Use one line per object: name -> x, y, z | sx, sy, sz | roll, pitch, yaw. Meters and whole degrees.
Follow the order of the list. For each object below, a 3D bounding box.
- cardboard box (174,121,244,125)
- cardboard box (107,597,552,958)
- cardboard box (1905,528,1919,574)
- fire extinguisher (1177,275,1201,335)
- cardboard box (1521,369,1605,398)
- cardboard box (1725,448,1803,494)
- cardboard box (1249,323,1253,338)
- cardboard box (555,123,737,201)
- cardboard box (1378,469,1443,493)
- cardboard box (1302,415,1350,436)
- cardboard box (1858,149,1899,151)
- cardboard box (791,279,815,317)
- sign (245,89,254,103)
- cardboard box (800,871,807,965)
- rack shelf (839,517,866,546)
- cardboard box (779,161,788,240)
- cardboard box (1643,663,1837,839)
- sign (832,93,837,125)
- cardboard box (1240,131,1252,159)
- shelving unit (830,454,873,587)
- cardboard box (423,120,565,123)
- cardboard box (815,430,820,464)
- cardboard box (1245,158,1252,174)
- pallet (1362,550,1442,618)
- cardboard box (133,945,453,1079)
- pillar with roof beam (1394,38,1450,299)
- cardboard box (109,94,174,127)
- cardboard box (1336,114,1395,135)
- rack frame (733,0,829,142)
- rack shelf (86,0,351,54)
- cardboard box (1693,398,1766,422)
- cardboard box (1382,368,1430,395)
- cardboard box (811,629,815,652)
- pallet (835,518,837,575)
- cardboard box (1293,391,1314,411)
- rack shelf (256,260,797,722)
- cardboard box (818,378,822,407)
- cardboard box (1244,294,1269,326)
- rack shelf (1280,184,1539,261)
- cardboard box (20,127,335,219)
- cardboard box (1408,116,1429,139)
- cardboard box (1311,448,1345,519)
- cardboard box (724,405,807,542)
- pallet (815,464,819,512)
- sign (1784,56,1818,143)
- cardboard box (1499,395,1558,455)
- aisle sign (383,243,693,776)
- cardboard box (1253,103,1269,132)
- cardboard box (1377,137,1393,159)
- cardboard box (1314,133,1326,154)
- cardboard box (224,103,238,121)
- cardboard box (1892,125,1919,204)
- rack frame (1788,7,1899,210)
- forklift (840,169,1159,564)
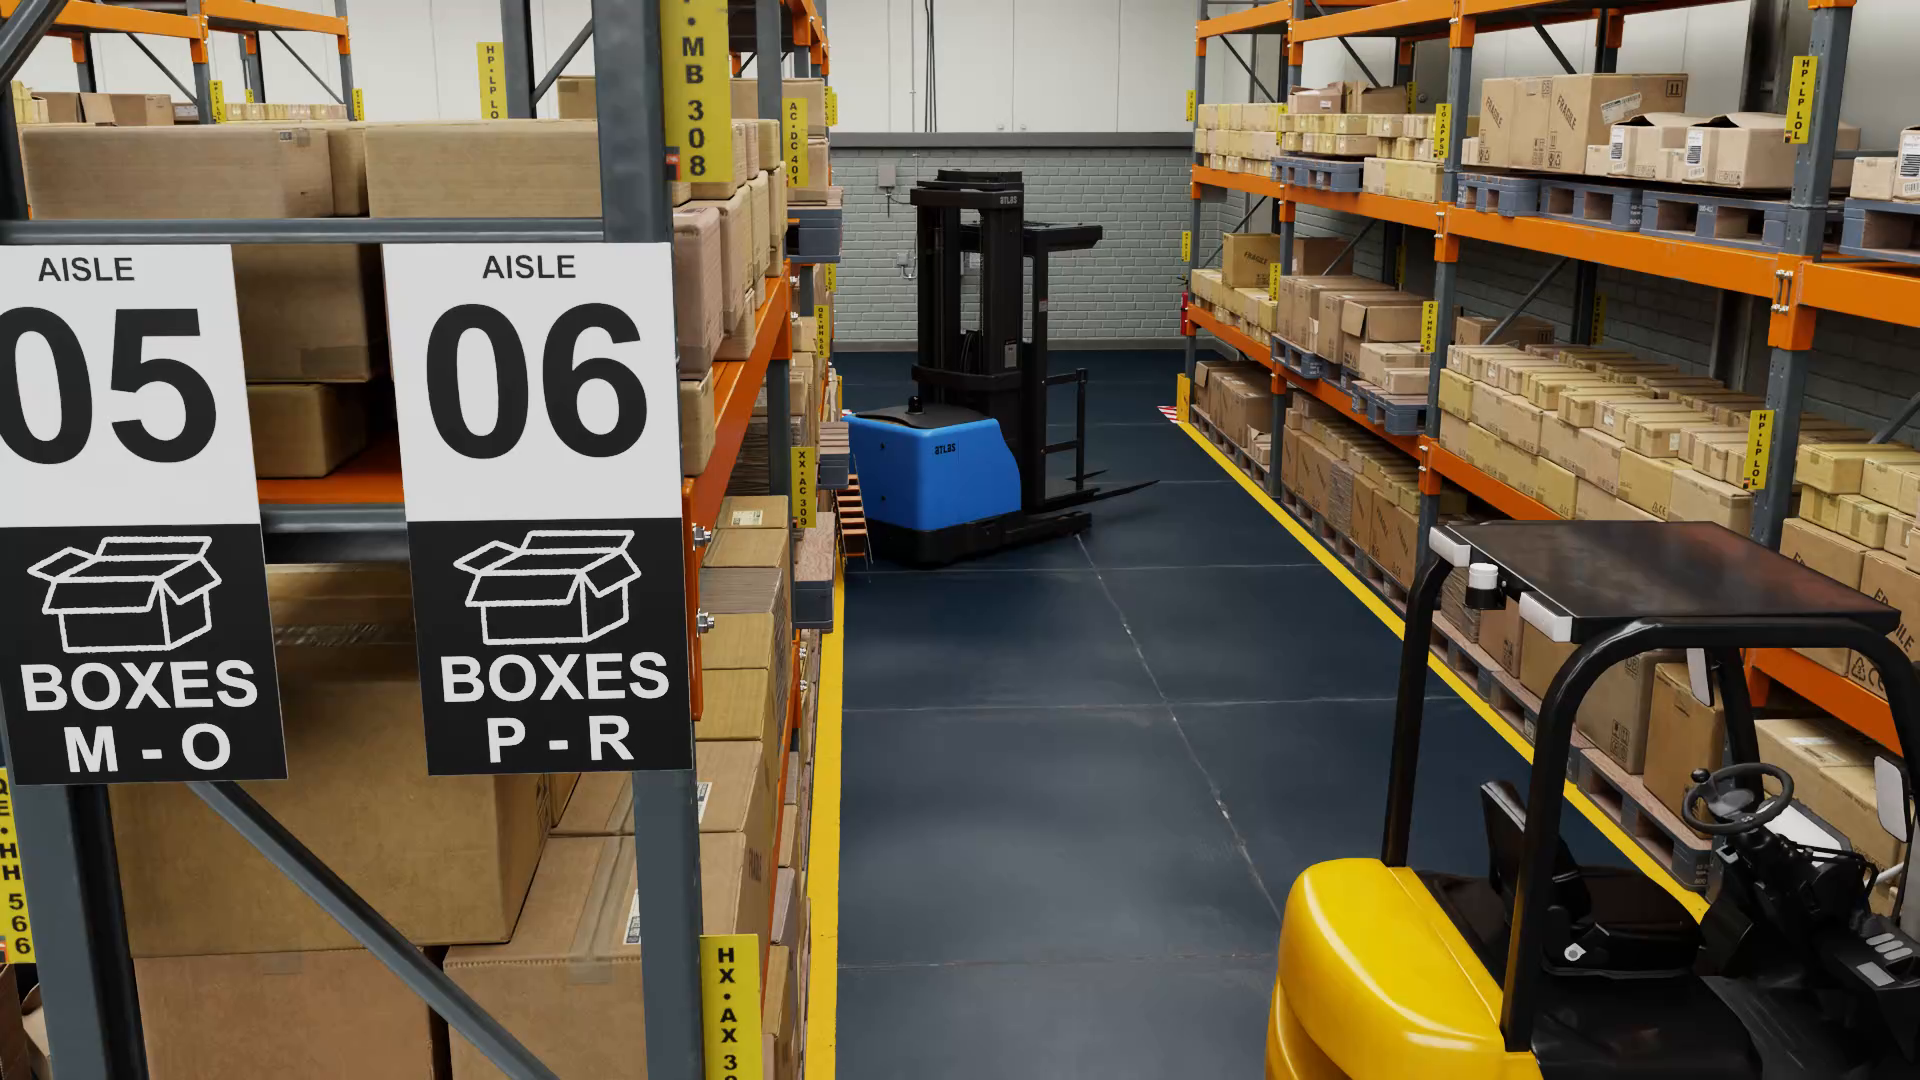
cardboard box -> -6.383, -3.411, 14.041 | 0.500, 0.250, 0.500 | 0, 14, -2
cardboard box -> -1.164, 0.417, 3.081 | 0.700, 0.500, 0.500 | -1, 14, -5
cardboard box -> 3.552, 0.057, 5.782 | 0.380, 0.149, 0.250 | -1, 14, -2
fire extinguisher -> 2.578, -2.651, 18.712 | 0.296, 0.674, 0.183 | -1, 14, -3
cardboard box -> 3.403, -0.872, 9.392 | 0.380, 0.149, 0.250 | -1, 14, -3
cardboard box -> 3.549, -0.299, 7.166 | 0.380, 0.149, 0.250 | 0, 14, -2
cardboard box -> 2.957, -1.993, 15.755 | 0.380, 0.149, 0.250 | -1, 14, -2
cardboard box -> -0.660, -0.780, 3.424 | 0.380, 0.149, 0.250 | -1, 14, -4
cardboard box -> 3.240, -0.409, 11.969 | 0.380, 0.149, 0.250 | -1, 14, -5
cardboard box -> 3.147, -0.990, 14.228 | 0.380, 0.149, 0.250 | -1, 14, -5
cardboard box -> 3.935, -1.652, 7.368 | 0.380, 0.149, 0.250 | -1, 14, -3
cardboard box -> -1.197, -1.431, 10.862 | 0.500, 0.500, 0.500 | -1, 14, -5
sign -> -7.382, -4.528, 17.330 | 0.100, 0.325, 0.005 | -1, 14, -3
cardboard box -> -0.857, 1.494, 6.376 | 0.500, 0.250, 0.500 | 0, 14, -1
rack shelf -> -0.802, -0.044, 12.330 | 0.180, 0.258, 0.103 | -2, 44, -11
cardboard box -> -0.866, -1.195, 5.837 | 0.500, 0.250, 0.500 | -1, 14, -4
cardboard box -> 3.748, 0.962, 7.690 | 0.875, 0.625, 0.625 | 0, 14, -1
sign -> -1.363, -4.610, 17.785 | 0.100, 0.325, 0.005 | -1, 14, -3
cardboard box -> 2.953, -3.741, 15.732 | 0.500, 0.250, 0.500 | -1, 14, -2
shelving unit -> -0.827, -0.159, 12.446 | 0.189, 0.258, 1.200 | -2, 44, -11
cardboard box -> -1.361, -1.154, 4.878 | 0.380, 0.149, 0.250 | -1, 14, -5
cardboard box -> -0.967, -0.517, 9.179 | 0.380, 0.149, 0.250 | -1, 14, -2
cardboard box -> 2.939, -3.579, 15.901 | 0.380, 0.149, 0.250 | -1, 14, -3
pallet -> 3.535, 0.315, 11.880 | 1.003, 0.211, 1.213 | -1, 14, -3
cardboard box -> -1.223, 0.894, 3.233 | 0.500, 0.500, 0.500 | -1, 14, -4
pillar with roof beam -> -0.144, -4.870, 14.397 | 9.100, 9.000, 0.400 | -1, 14, -3
cardboard box -> -6.679, -3.274, 13.168 | 0.700, 0.500, 0.500 | -1, 14, -3
cardboard box -> 3.031, -3.108, 12.431 | 0.380, 0.149, 0.250 | -1, 14, -3
rack frame -> -1.906, -5.667, 17.493 | 1.000, 3.000, 0.127 | -1, 14, -3
rack shelf -> -6.716, -4.718, 15.255 | 1.077, 0.370, 4.000 | -1, 14, -3
cardboard box -> 3.958, -0.626, 8.437 | 0.380, 0.149, 0.250 | -1, 14, -4
cardboard box -> 3.120, -1.089, 11.400 | 0.380, 0.149, 0.250 | -1, 14, -2
cardboard box -> -1.385, 0.438, 10.236 | 0.950, 0.372, 0.625 | -2, 15, -7
pallet -> -1.456, 0.078, 12.798 | 1.003, 0.211, 1.213 | -1, 14, -3
cardboard box -> 3.113, -1.203, 14.458 | 0.380, 0.149, 0.250 | -1, 14, -4
rack shelf -> -1.038, -0.384, 4.424 | 1.077, 0.370, 4.000 | -1, 14, -3
cardboard box -> -1.266, -1.083, 12.017 | 0.500, 0.250, 0.500 | 0, 14, -2
cardboard box -> 2.975, -2.163, 15.618 | 0.500, 0.250, 0.500 | -1, 14, -3
rack shelf -> 3.420, -2.451, 12.458 | 1.077, 0.370, 4.000 | -1, 14, -3
cardboard box -> -1.230, -0.579, 2.642 | 0.380, 0.149, 0.250 | -1, 14, -3
cardboard box -> 3.249, -2.780, 11.196 | 0.380, 0.149, 0.250 | -1, 14, -5
cardboard box -> 3.171, -0.457, 13.457 | 0.500, 0.500, 0.500 | -1, 14, -5
cardboard box -> -0.905, -0.294, 7.010 | 0.500, 0.500, 0.500 | -1, 14, -2
pallet -> -1.247, -0.188, 8.621 | 1.003, 0.211, 1.213 | -1, 14, -3
sign -> 3.251, -1.700, 6.423 | 0.100, 0.325, 0.005 | -1, 14, -3
cardboard box -> 3.372, -0.650, 9.331 | 0.500, 0.250, 0.500 | -1, 14, -5
aisle sign -> -0.601, -0.031, 2.410 | 0.394, 0.787, 0.004 | -1, 14, -3
cardboard box -> 2.984, -3.859, 15.184 | 0.500, 0.250, 0.500 | -1, 14, -4
cardboard box -> 3.228, -2.828, 11.978 | 0.380, 0.149, 0.250 | 0, 14, -2
cardboard box -> 2.983, -3.093, 12.968 | 0.380, 0.149, 0.250 | -1, 14, -4
cardboard box -> -6.352, -3.625, 14.073 | 0.380, 0.149, 0.250 | -2, 15, -6
cardboard box -> 3.600, -1.306, 5.696 | 0.500, 0.311, 0.500 | -1, 14, -2
rack frame -> 3.792, -2.760, 6.195 | 1.000, 3.000, 0.127 | -1, 14, -3
forklift -> 0.450, -1.529, 13.588 | 3.031, 2.935, 1.130 | -14, 20, -43
